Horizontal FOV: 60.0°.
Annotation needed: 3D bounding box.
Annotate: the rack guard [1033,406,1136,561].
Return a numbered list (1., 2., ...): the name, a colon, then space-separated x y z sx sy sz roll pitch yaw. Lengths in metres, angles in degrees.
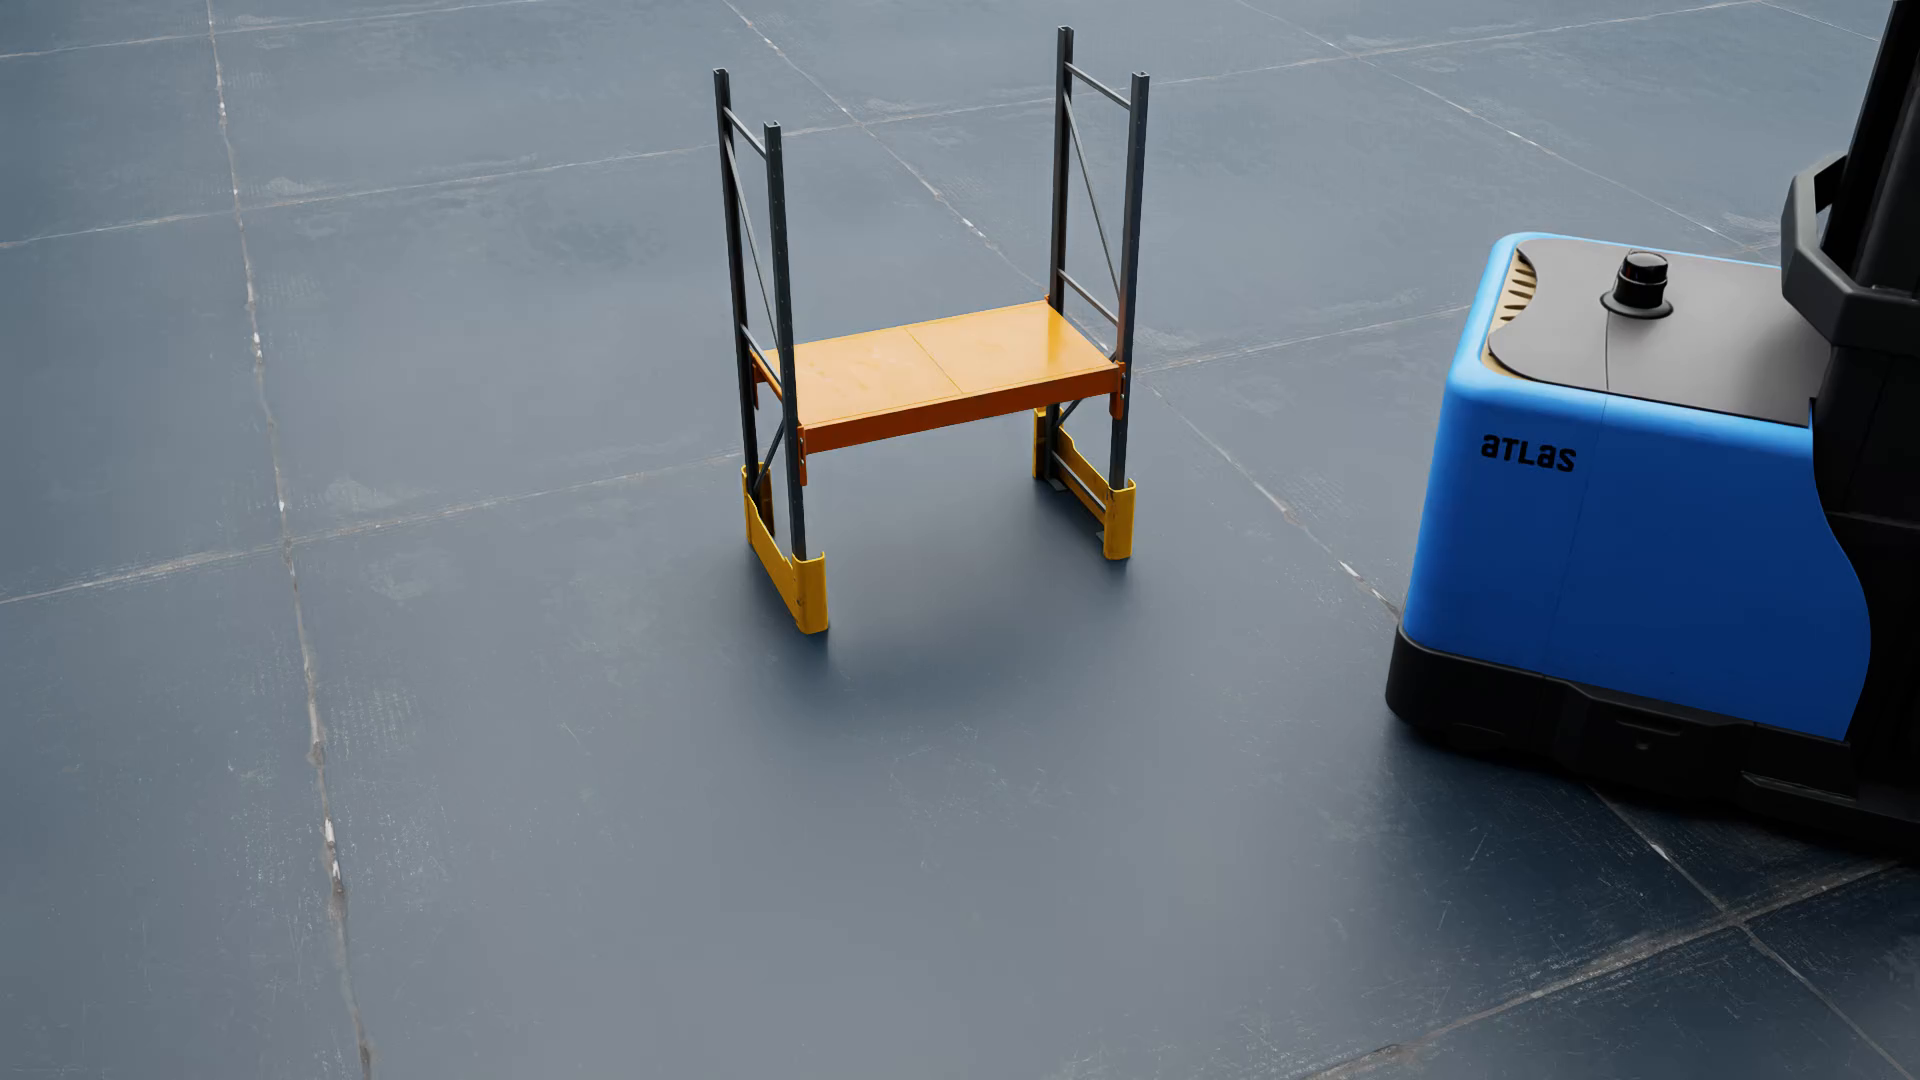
1. rack guard: 0.389 -0.194 5.319 0.087 0.250 0.587 -13 35 -19

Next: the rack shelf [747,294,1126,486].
1. rack shelf: -0.079 -0.460 4.911 1.000 0.185 0.538 -13 35 -19

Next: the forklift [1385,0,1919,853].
1. forklift: 2.708 -0.654 3.567 3.031 2.935 1.130 13 35 18

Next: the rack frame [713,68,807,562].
1. rack frame: -0.547 -0.503 4.648 0.032 1.500 0.500 -13 35 -19

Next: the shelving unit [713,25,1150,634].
1. shelving unit: -0.070 -0.613 4.816 1.083 1.500 0.587 -13 35 -19

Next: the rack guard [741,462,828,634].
1. rack guard: -0.529 0.016 4.996 0.087 0.250 0.587 -13 35 -19

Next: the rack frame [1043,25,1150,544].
1. rack frame: 0.390 -0.718 4.978 0.032 1.500 0.500 -13 35 -19
